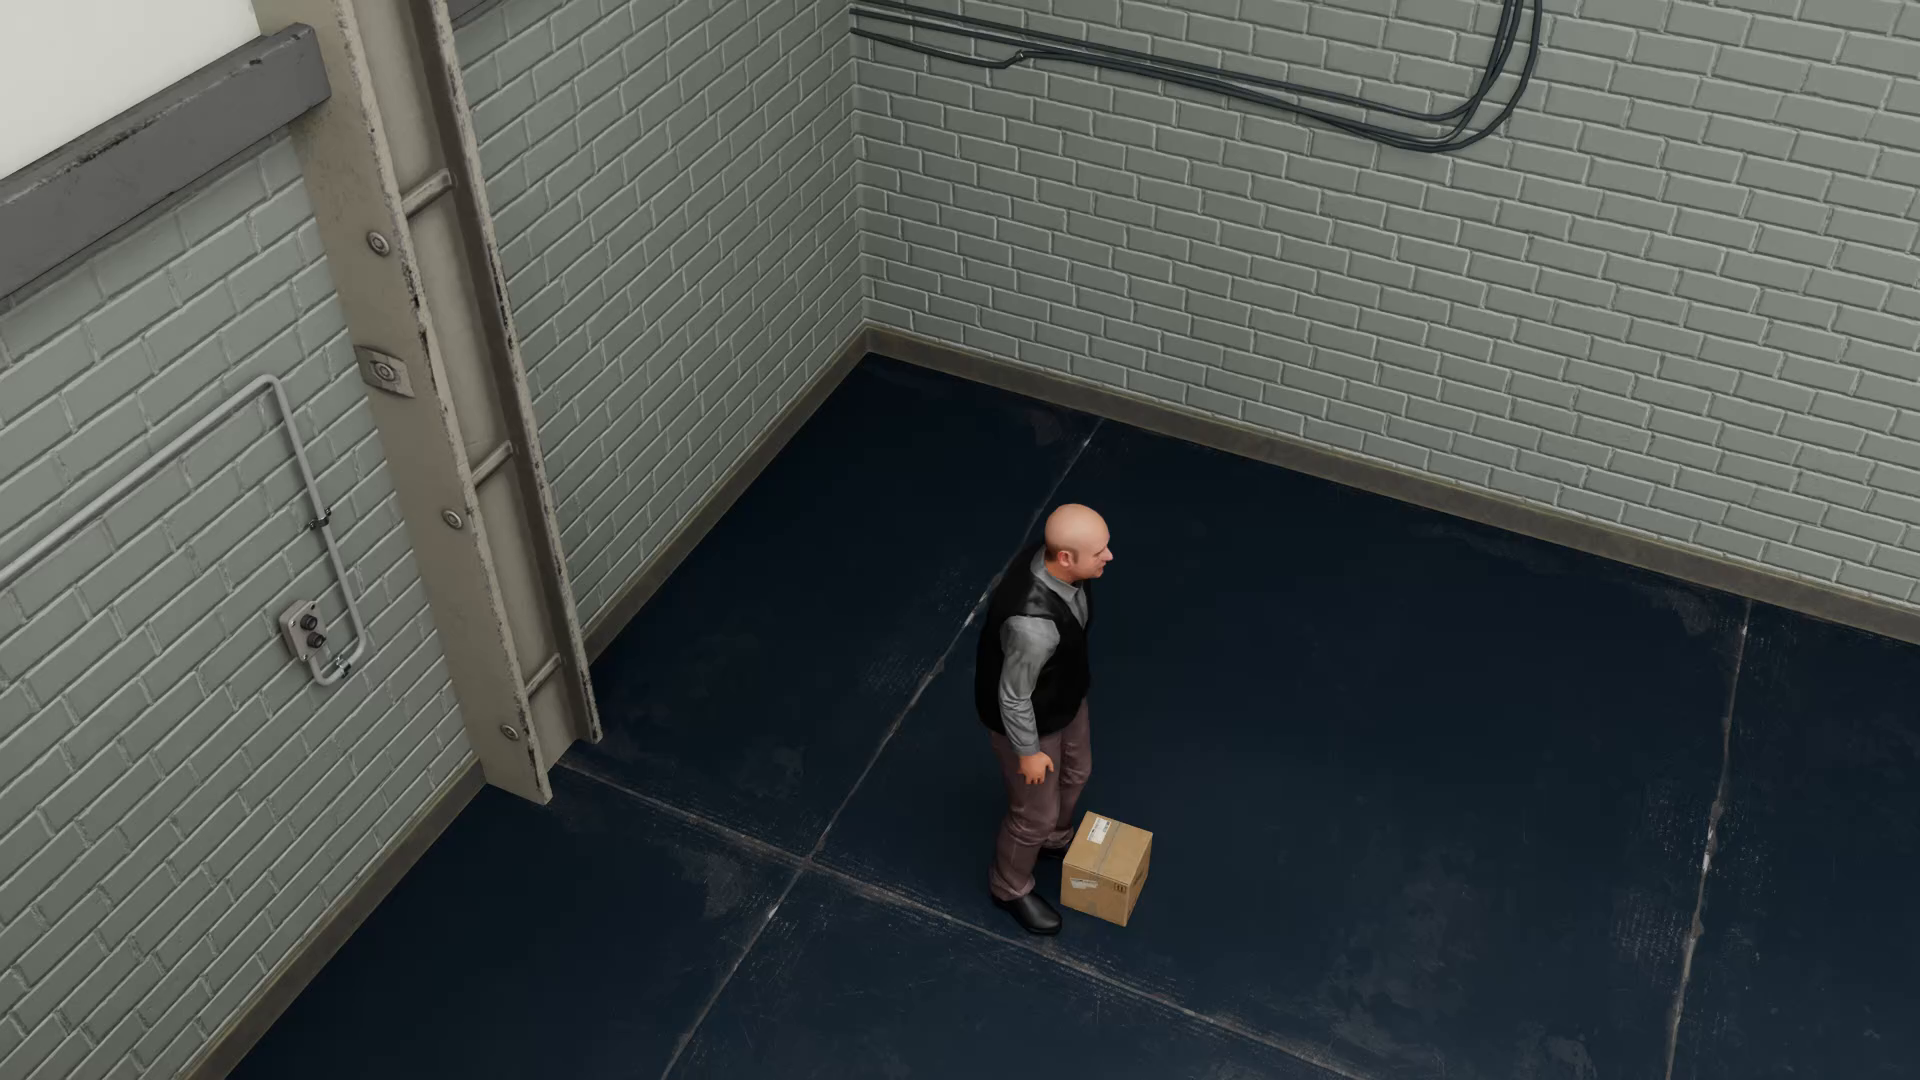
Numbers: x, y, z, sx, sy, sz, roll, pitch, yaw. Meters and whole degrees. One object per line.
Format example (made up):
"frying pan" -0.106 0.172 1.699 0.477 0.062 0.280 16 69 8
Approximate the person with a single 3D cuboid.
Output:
"person" 0.293 0.556 5.554 0.472 1.721 0.594 15 44 16
